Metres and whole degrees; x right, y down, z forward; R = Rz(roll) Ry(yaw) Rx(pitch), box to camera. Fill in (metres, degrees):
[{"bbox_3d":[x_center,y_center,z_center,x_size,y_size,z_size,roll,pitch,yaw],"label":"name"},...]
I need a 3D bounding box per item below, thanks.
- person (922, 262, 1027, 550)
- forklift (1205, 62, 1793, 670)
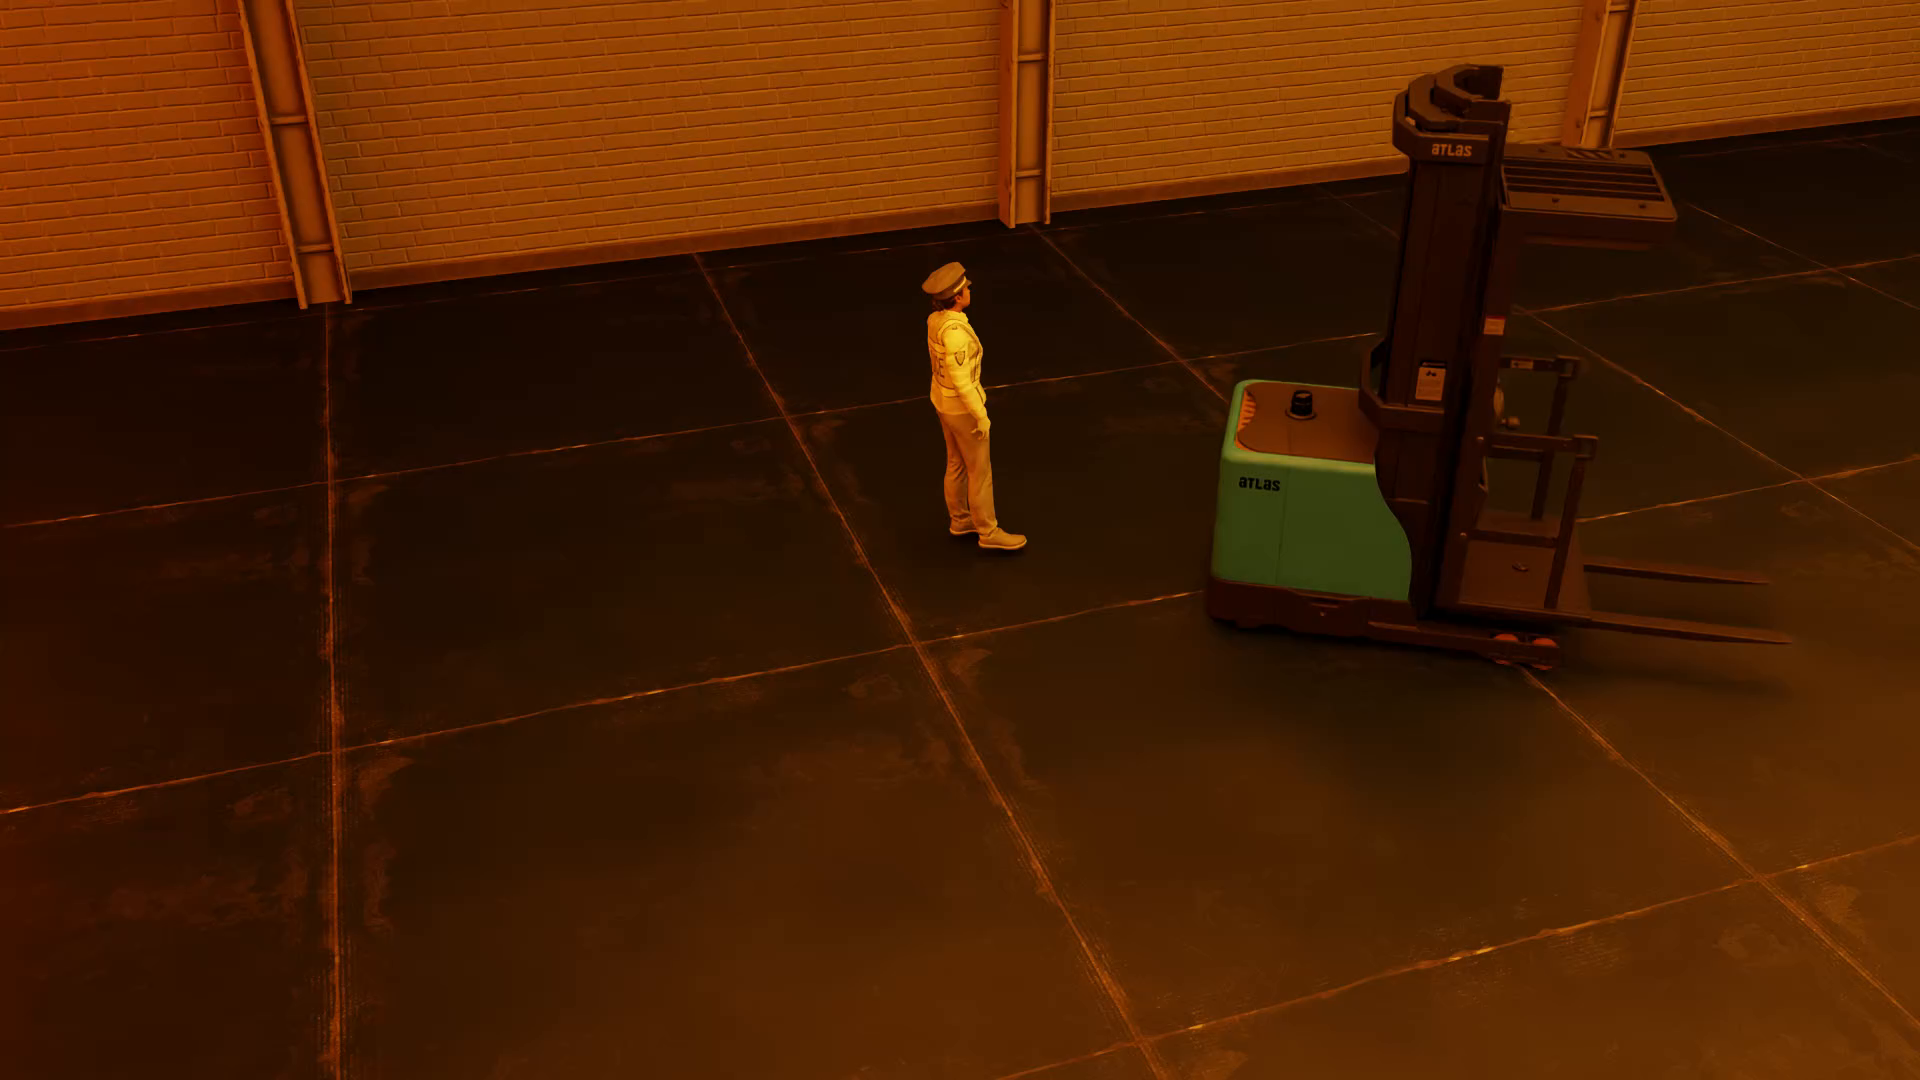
[{"bbox_3d":[0.067,-0.783,9.593,0.531,1.694,0.586,-10,31,-16],"label":"person"},{"bbox_3d":[2.932,-0.873,8.604,3.031,2.935,1.130,6,31,11],"label":"forklift"}]
